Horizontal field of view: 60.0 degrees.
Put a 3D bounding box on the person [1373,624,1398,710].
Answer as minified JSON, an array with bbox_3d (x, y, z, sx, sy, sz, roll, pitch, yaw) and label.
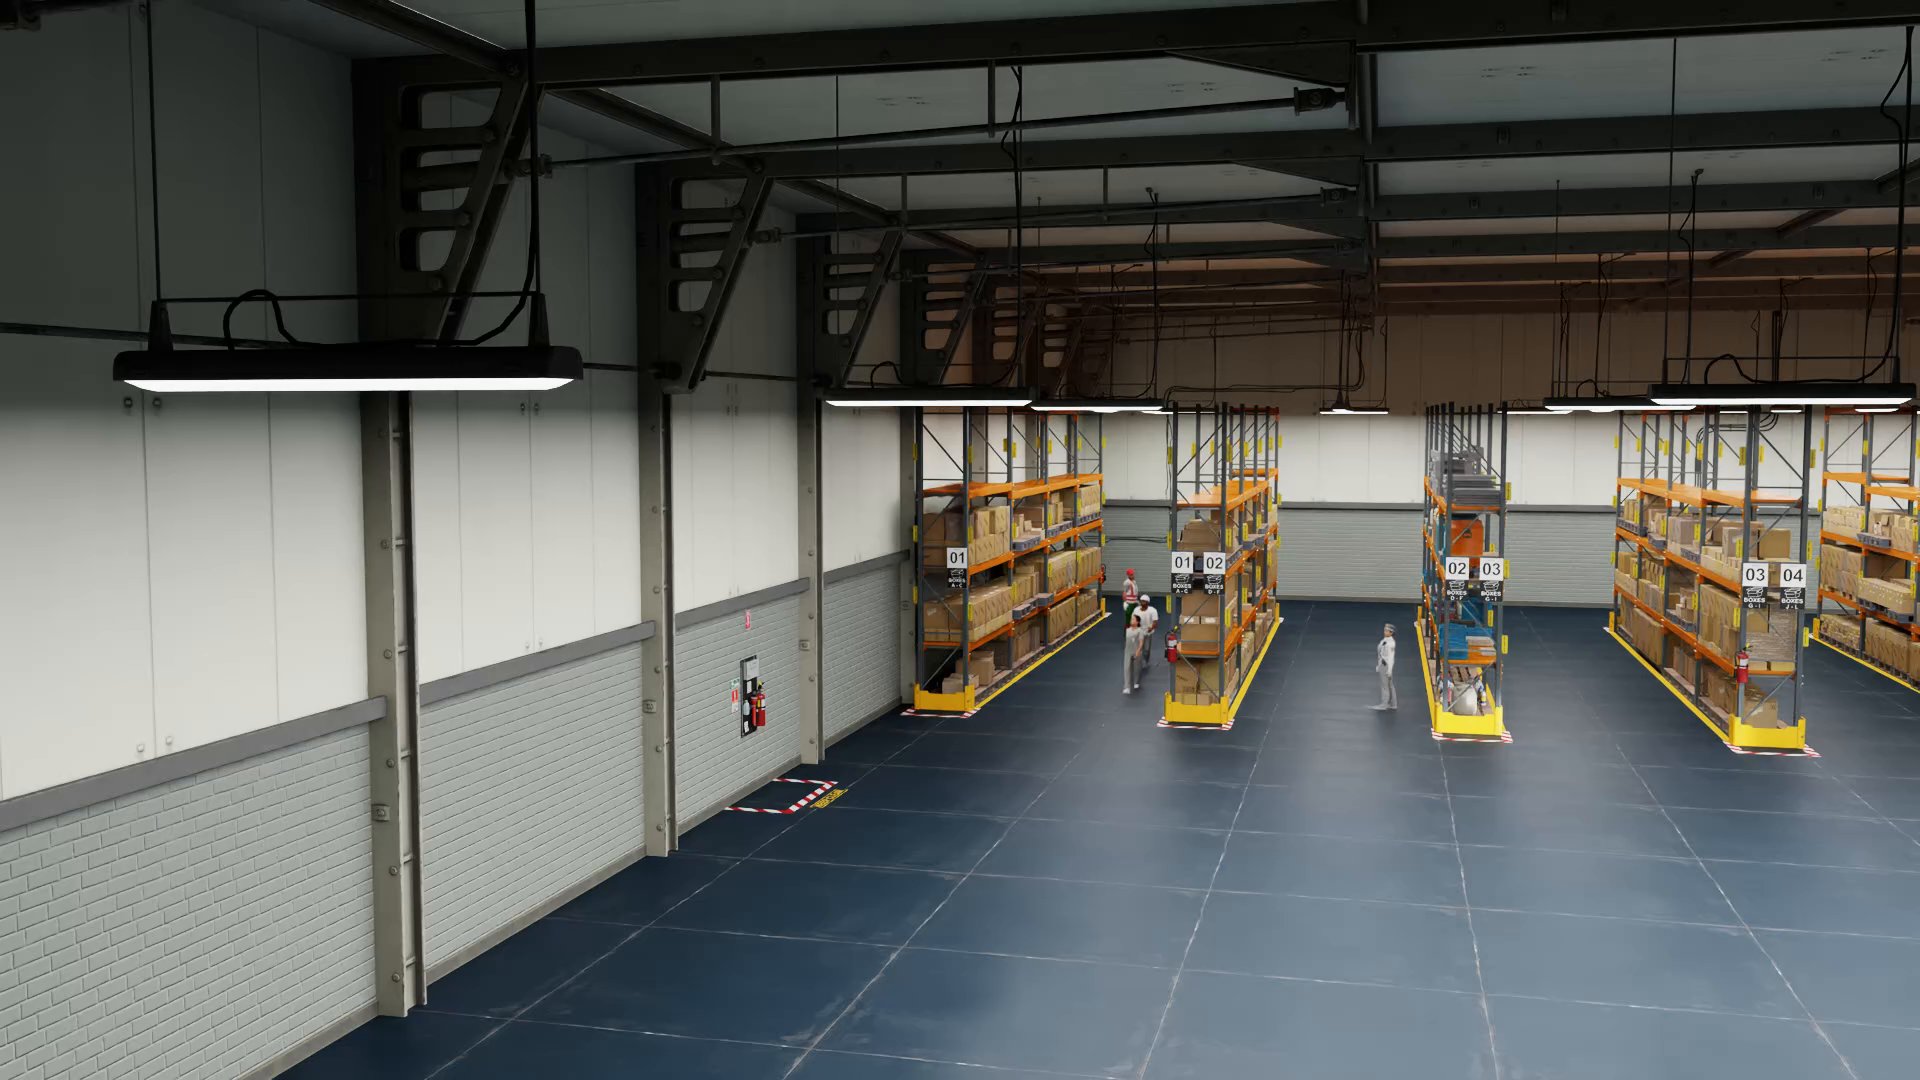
[{"bbox_3d":[8.346,2.475,32.594,0.463,1.682,0.485,1,4,17],"label":"person"}]

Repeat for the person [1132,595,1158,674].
[{"bbox_3d":[4.138,2.104,37.448,0.635,1.747,1.003,1,4,14],"label":"person"}]

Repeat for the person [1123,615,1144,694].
[{"bbox_3d":[3.598,2.357,34.479,0.438,1.605,1.039,1,4,12],"label":"person"}]

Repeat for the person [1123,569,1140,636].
[{"bbox_3d":[4.441,1.644,43.177,0.408,1.805,0.634,3,5,33],"label":"person"}]
